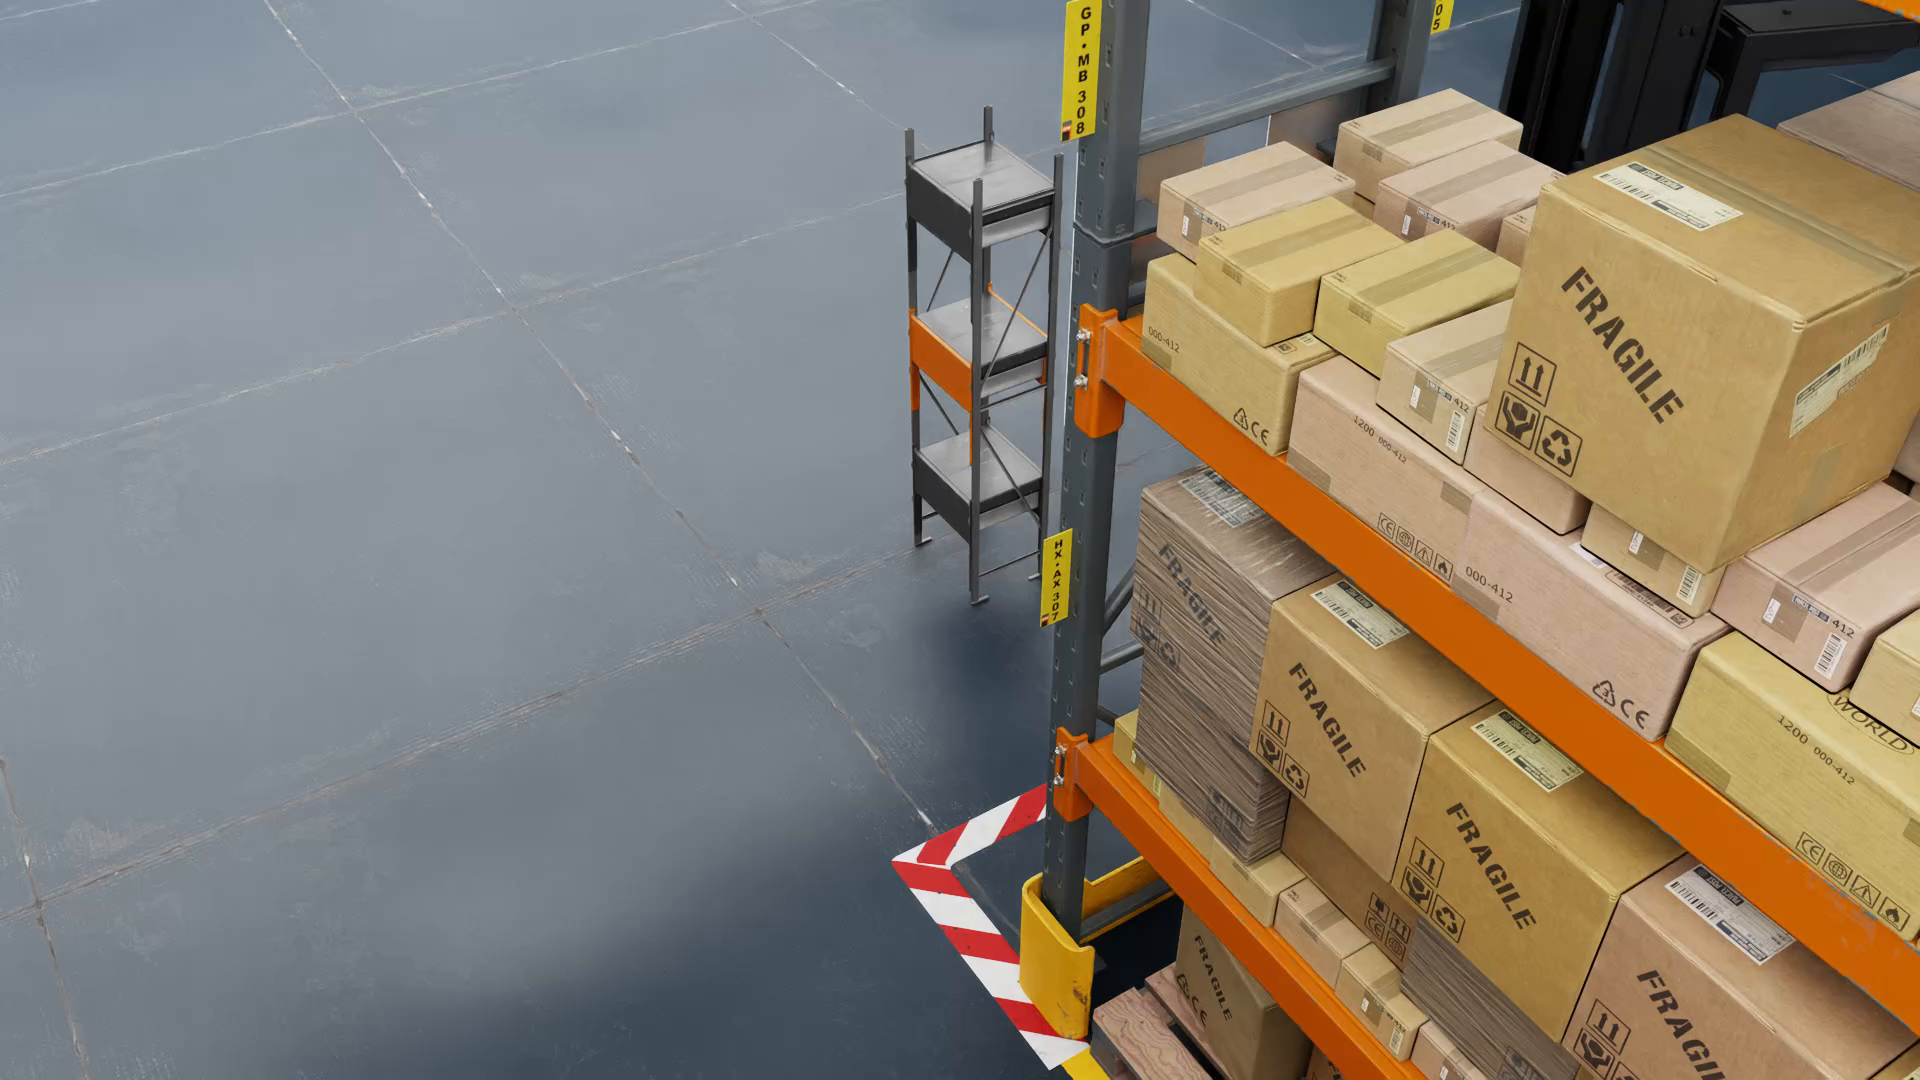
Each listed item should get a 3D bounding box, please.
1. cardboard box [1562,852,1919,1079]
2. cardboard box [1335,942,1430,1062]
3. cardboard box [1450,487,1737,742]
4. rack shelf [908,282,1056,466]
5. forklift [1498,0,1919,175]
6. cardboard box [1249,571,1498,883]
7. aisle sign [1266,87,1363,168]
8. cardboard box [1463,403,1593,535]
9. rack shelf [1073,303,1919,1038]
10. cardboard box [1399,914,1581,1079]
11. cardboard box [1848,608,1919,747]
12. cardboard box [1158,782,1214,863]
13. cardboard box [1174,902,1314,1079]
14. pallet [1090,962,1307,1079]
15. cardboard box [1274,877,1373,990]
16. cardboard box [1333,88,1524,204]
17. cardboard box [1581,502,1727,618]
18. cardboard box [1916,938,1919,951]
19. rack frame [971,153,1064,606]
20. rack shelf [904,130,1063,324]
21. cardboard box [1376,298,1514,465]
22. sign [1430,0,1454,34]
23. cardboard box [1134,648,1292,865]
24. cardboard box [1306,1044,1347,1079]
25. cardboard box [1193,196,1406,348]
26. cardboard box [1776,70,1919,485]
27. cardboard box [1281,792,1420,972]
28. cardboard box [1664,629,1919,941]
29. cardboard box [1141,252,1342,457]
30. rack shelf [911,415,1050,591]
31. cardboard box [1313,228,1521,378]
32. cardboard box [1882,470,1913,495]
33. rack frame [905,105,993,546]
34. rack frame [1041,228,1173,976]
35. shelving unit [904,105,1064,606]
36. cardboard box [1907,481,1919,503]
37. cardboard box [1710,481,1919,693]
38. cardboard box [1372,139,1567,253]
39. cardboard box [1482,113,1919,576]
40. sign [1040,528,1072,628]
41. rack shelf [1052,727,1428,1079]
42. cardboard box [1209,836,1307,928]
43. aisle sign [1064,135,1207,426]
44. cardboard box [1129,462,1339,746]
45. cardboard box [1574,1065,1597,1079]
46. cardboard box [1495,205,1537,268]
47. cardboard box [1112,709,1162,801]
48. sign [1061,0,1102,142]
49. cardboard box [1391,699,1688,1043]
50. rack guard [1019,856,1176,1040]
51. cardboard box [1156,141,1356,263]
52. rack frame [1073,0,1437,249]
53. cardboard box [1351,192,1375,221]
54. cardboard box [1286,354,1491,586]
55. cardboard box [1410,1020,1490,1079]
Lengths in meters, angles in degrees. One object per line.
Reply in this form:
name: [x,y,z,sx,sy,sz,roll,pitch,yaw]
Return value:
cardboard box: [1.602,0.918,3.274,0.500,0.500,0.500,-22,45,-24]
cardboard box: [1.202,1.134,4.303,0.380,0.149,0.250,-22,45,-24]
cardboard box: [1.316,0.054,3.177,0.500,0.250,0.500,-22,45,-25]
rack shelf: [0.089,-0.707,7.040,0.431,0.518,0.480,-22,45,-24]
forklift: [3.120,-1.461,7.274,3.031,2.935,1.130,-7,40,-8]
cardboard box: [1.058,0.381,3.919,0.500,0.500,0.500,-22,45,-24]
aisle sign: [0.949,-0.881,4.494,0.394,0.787,0.004,-22,45,-24]
cardboard box: [1.194,-0.194,3.163,0.380,0.149,0.250,-22,45,-25]
rack shelf: [1.805,0.458,3.136,1.077,0.370,4.000,-22,45,-24]
cardboard box: [1.604,0.922,4.051,0.875,0.500,0.500,-22,45,-24]
cardboard box: [1.678,0.204,2.685,0.380,0.149,0.250,-24,45,-26]
cardboard box: [0.800,0.729,4.789,0.380,0.149,0.250,-22,45,-24]
cardboard box: [1.051,1.396,5.416,0.500,0.500,0.500,-14,42,-17]
pallet: [1.177,1.818,5.464,1.003,0.211,1.213,-22,45,-24]
cardboard box: [1.074,0.997,4.468,0.380,0.149,0.250,-22,45,-24]
cardboard box: [1.142,-0.951,4.071,0.380,0.149,0.250,-22,45,-24]
cardboard box: [1.353,-0.051,2.991,0.380,0.149,0.250,-24,46,-26]
cardboard box: [1.864,0.604,2.517,0.500,0.250,0.500,-23,45,-25]
rack frame: [0.220,-0.586,6.873,0.400,2.100,0.015,-22,45,-24]
rack shelf: [0.089,-1.245,6.592,0.431,0.518,0.480,-22,45,-24]
cardboard box: [1.066,-0.326,3.322,0.380,0.149,0.250,-20,44,-23]
sign: [1.208,-1.418,4.134,0.100,0.325,0.005,-22,45,-24]
cardboard box: [1.002,0.408,4.667,0.875,0.500,0.500,-22,45,-24]
cardboard box: [1.401,1.707,5.043,0.500,0.500,0.500,-11,41,-13]
cardboard box: [0.740,-0.592,3.640,0.380,0.149,0.250,-21,44,-23]
cardboard box: [1.776,-0.493,3.015,0.500,0.500,0.500,-22,45,-24]
cardboard box: [1.372,0.637,4.393,0.875,0.500,0.500,-22,45,-24]
cardboard box: [1.600,0.333,2.842,0.500,0.250,0.500,-21,44,-23]
cardboard box: [0.771,-0.491,3.831,0.500,0.250,0.500,-21,44,-23]
rack shelf: [0.089,-0.169,7.488,0.431,0.518,0.480,-22,45,-24]
cardboard box: [0.980,-0.498,3.527,0.380,0.149,0.250,-23,45,-25]
cardboard box: [1.835,-0.246,3.225,0.380,0.149,0.250,-24,46,-26]
rack frame: [-0.042,-0.849,7.189,0.400,2.100,0.015,-22,45,-24]
rack frame: [0.729,0.255,5.162,1.000,3.000,0.127,-22,45,-24]
shelving unit: [0.089,-0.717,7.031,0.431,2.100,0.503,-22,45,-24]
cardboard box: [1.943,-0.082,3.028,0.380,0.149,0.250,-25,46,-26]
cardboard box: [1.527,0.067,2.849,0.380,0.149,0.250,-23,45,-25]
cardboard box: [1.183,-0.770,3.854,0.380,0.149,0.250,-24,45,-26]
cardboard box: [1.300,-0.348,2.841,0.500,0.500,0.500,-22,45,-25]
sign: [0.272,0.109,4.660,0.100,0.325,0.005,-22,45,-24]
rack shelf: [1.805,1.611,4.097,1.077,0.370,4.000,-22,45,-24]
cardboard box: [0.922,0.869,4.621,0.380,0.149,0.250,-22,45,-24]
aisle sign: [0.443,-0.674,4.246,0.394,0.787,0.004,-22,45,-24]
cardboard box: [0.795,0.109,4.246,0.500,0.500,0.500,-22,45,-24]
cardboard box: [1.863,1.196,3.722,0.875,0.500,0.500,-22,45,-24]
cardboard box: [1.422,-0.660,3.722,0.380,0.149,0.250,-24,46,-26]
cardboard box: [0.682,0.587,4.959,0.380,0.149,0.250,-22,45,-24]
sign: [0.272,-1.047,3.697,0.100,0.325,0.005,-22,45,-24]
cardboard box: [1.328,0.650,3.596,0.500,0.500,0.500,-22,45,-24]
rack guard: [0.770,1.256,5.913,1.175,0.500,0.348,-22,45,-24]
cardboard box: [0.683,-0.765,3.848,0.380,0.149,0.250,-23,45,-25]
rack frame: [0.729,-2.050,3.241,1.000,3.000,0.127,-22,45,-24]
cardboard box: [1.203,-0.667,4.042,0.500,0.250,0.500,-21,44,-23]
cardboard box: [1.053,-0.215,3.499,0.500,0.250,0.500,-23,45,-25]
cardboard box: [1.359,1.259,4.152,0.380,0.149,0.250,-22,45,-24]
